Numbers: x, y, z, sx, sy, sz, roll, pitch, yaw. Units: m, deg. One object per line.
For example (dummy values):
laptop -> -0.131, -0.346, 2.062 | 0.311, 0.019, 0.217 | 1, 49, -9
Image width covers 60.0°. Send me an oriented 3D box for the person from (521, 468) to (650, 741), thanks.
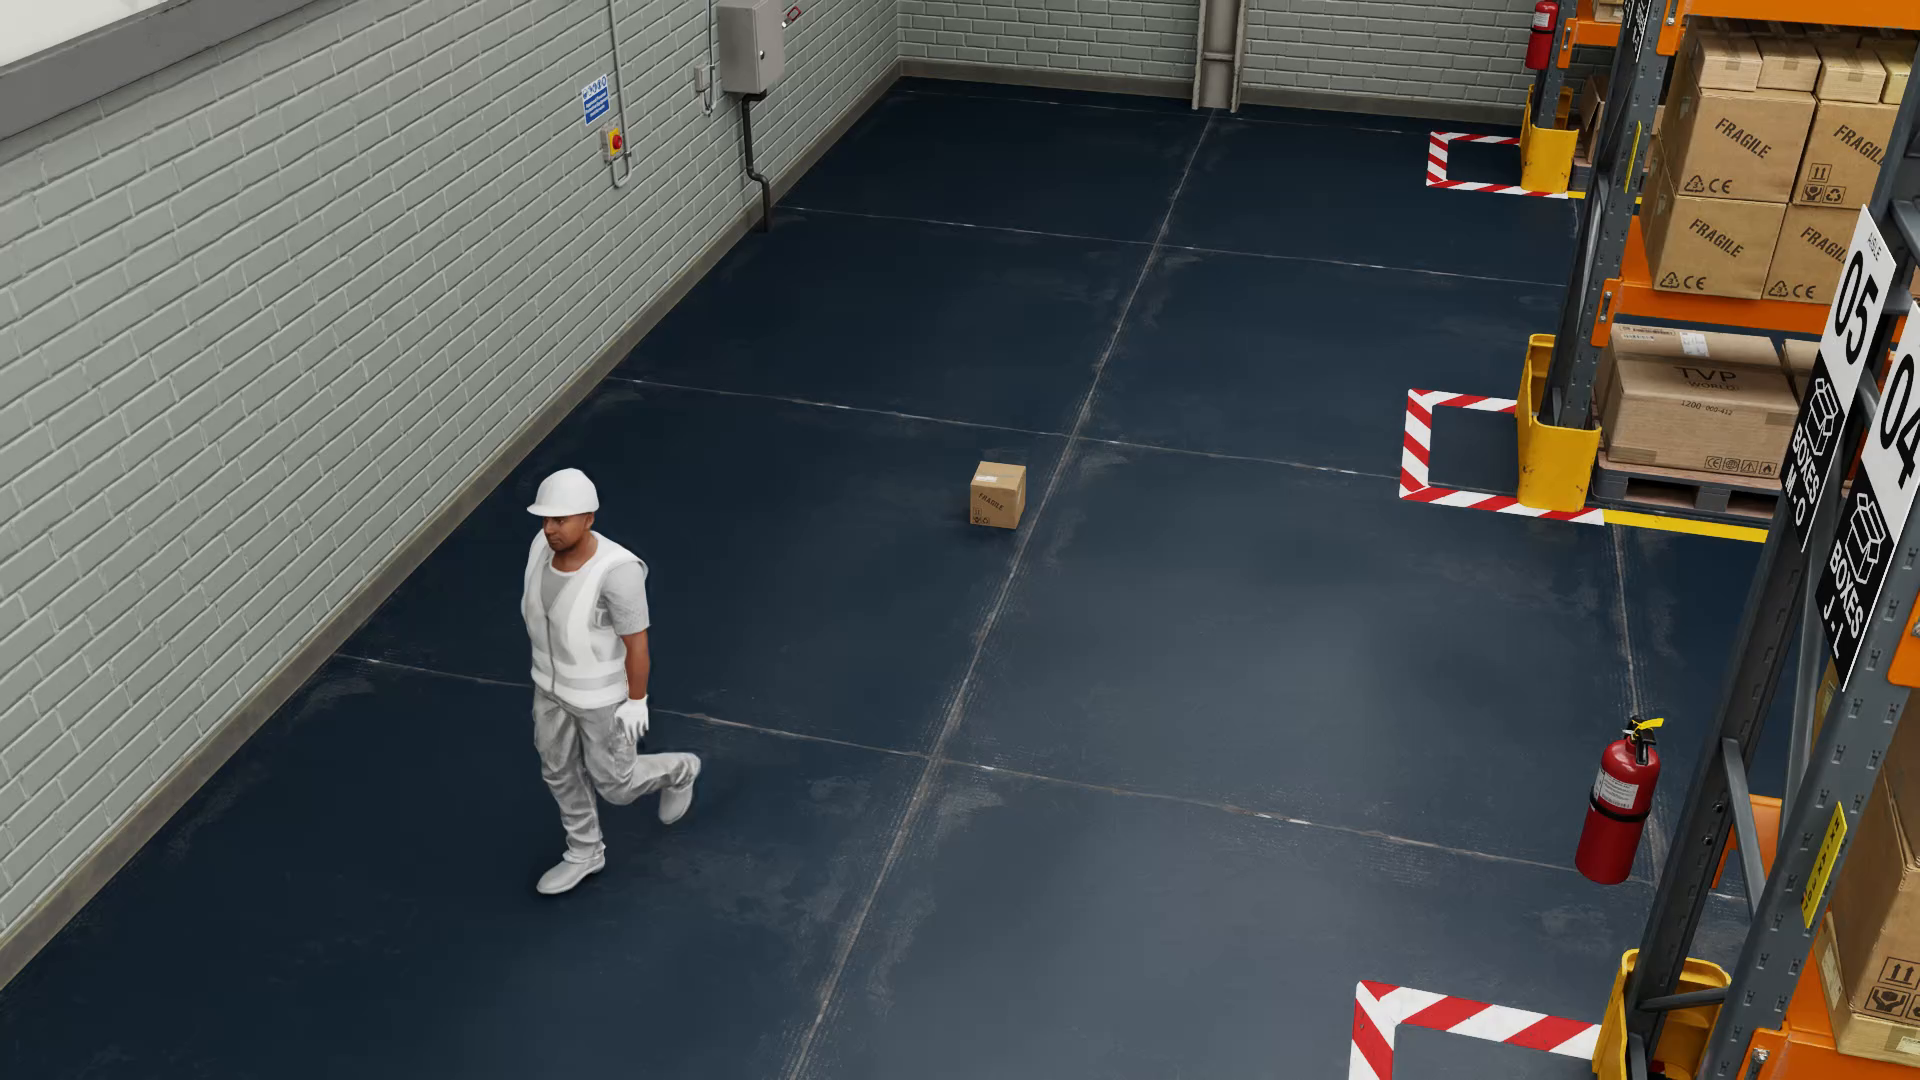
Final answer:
person -> -1.390, 0.244, 6.077 | 0.556, 1.086, 0.346 | 21, 38, 29
